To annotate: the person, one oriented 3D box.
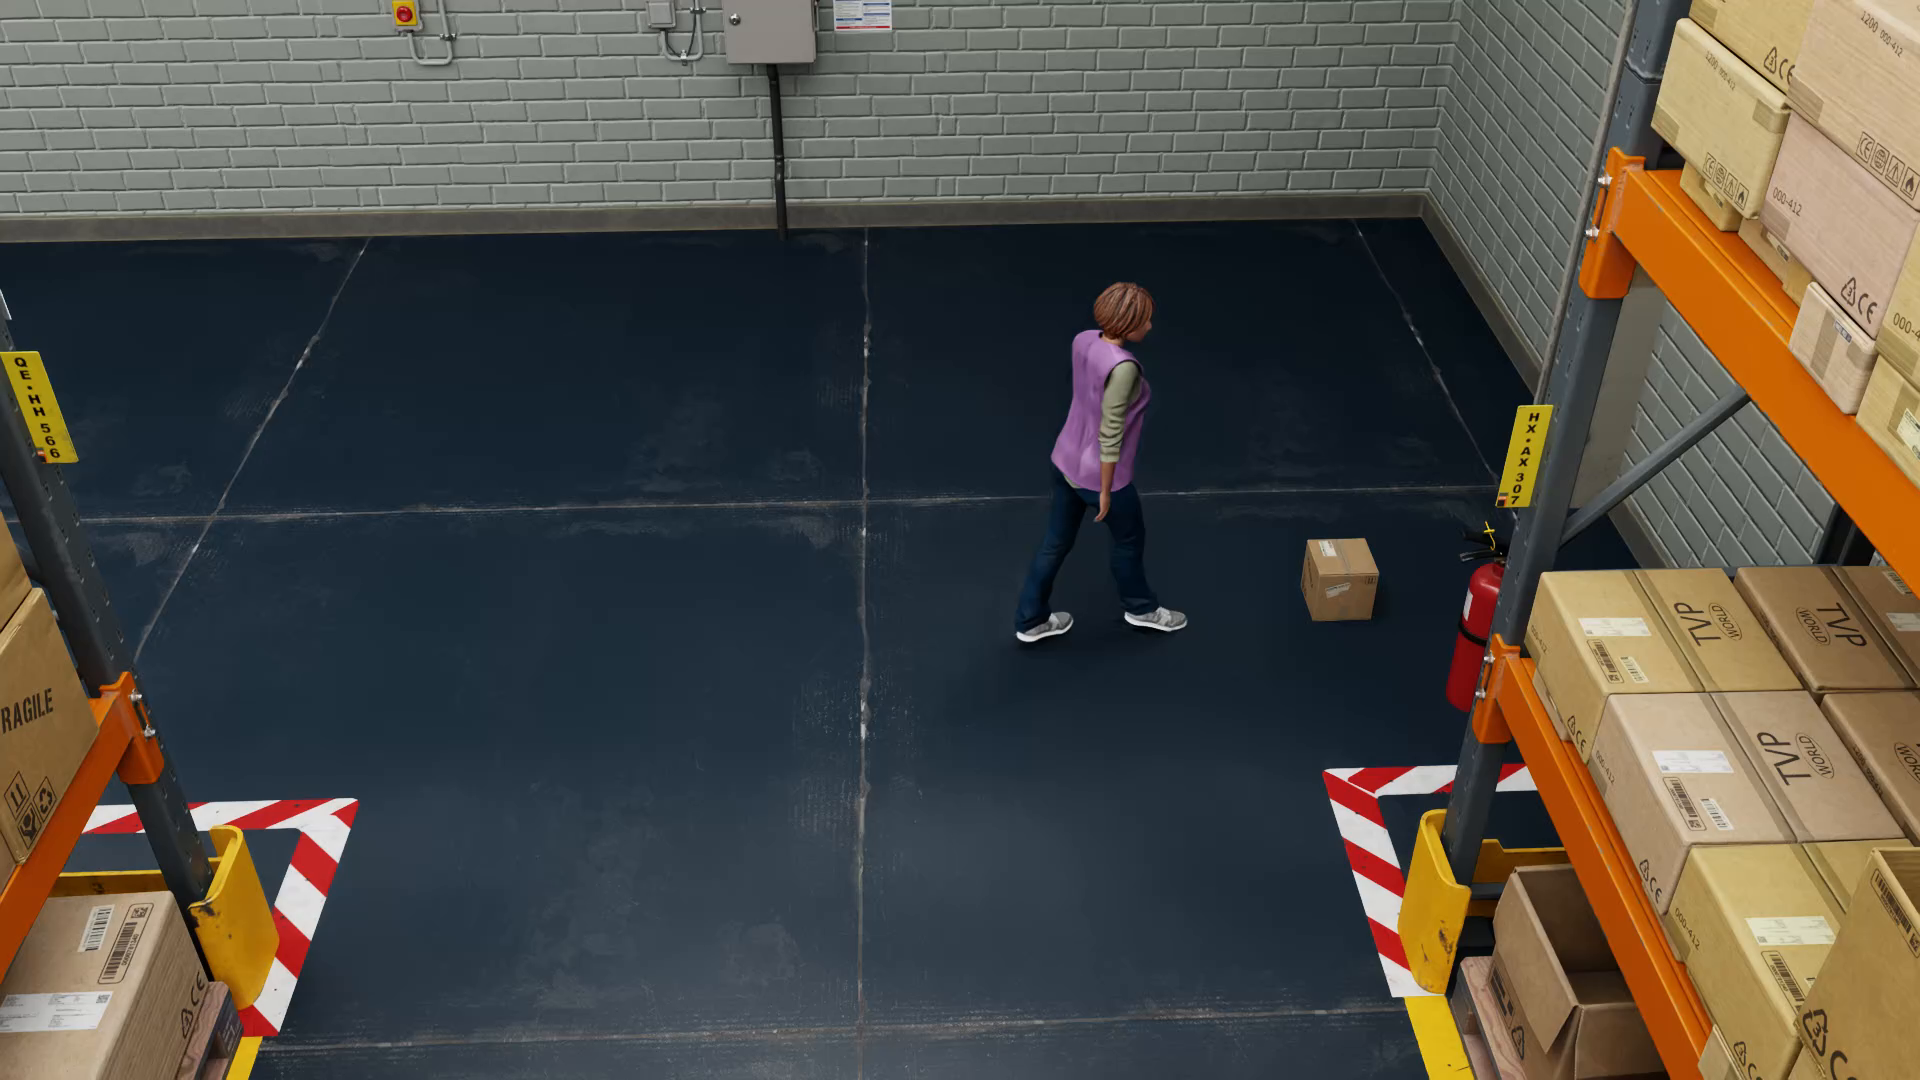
[{"bbox_3d":[0.565,-0.275,6.536,0.716,1.585,0.419,-17,39,-23],"label":"person"}]
